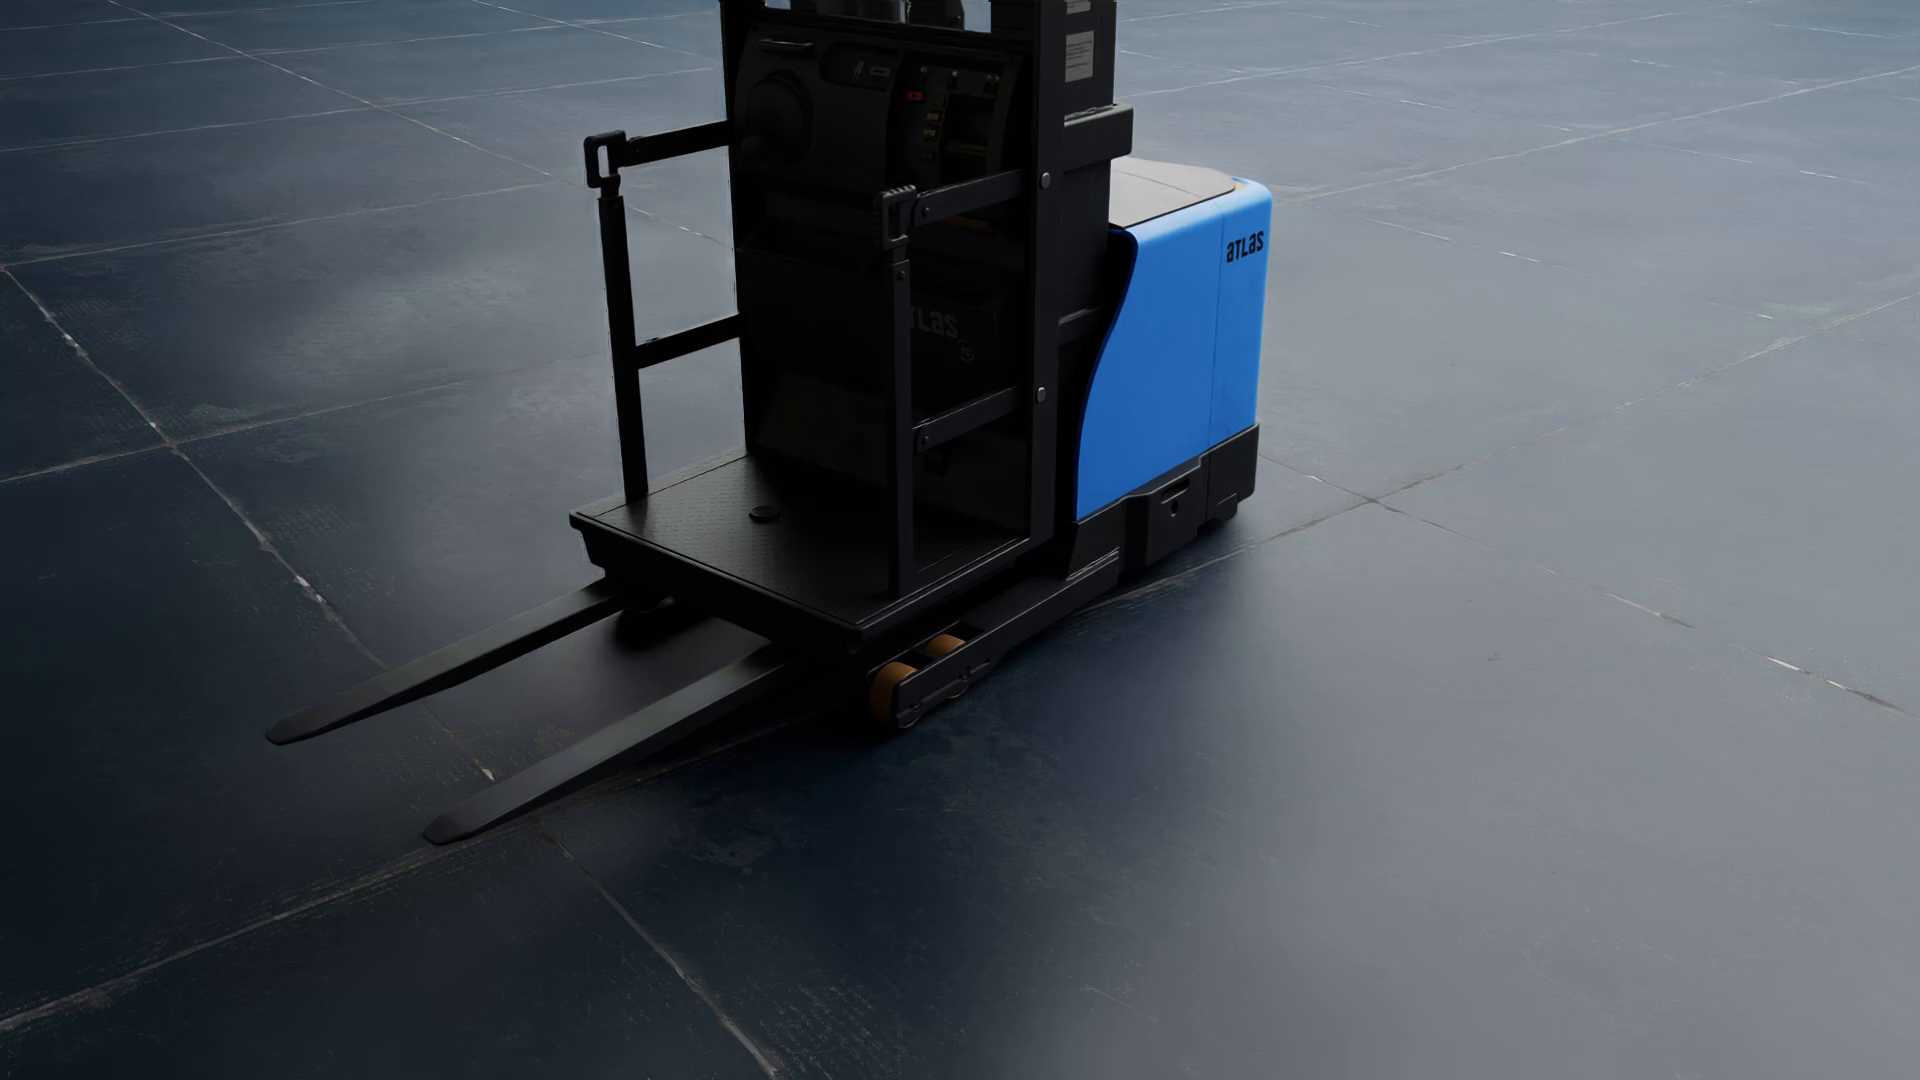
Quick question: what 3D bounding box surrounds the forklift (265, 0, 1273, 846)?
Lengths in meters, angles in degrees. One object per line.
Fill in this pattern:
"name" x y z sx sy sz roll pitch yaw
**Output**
"forklift" -0.360 -1.088 4.114 1.130 2.935 3.031 19 31 35
